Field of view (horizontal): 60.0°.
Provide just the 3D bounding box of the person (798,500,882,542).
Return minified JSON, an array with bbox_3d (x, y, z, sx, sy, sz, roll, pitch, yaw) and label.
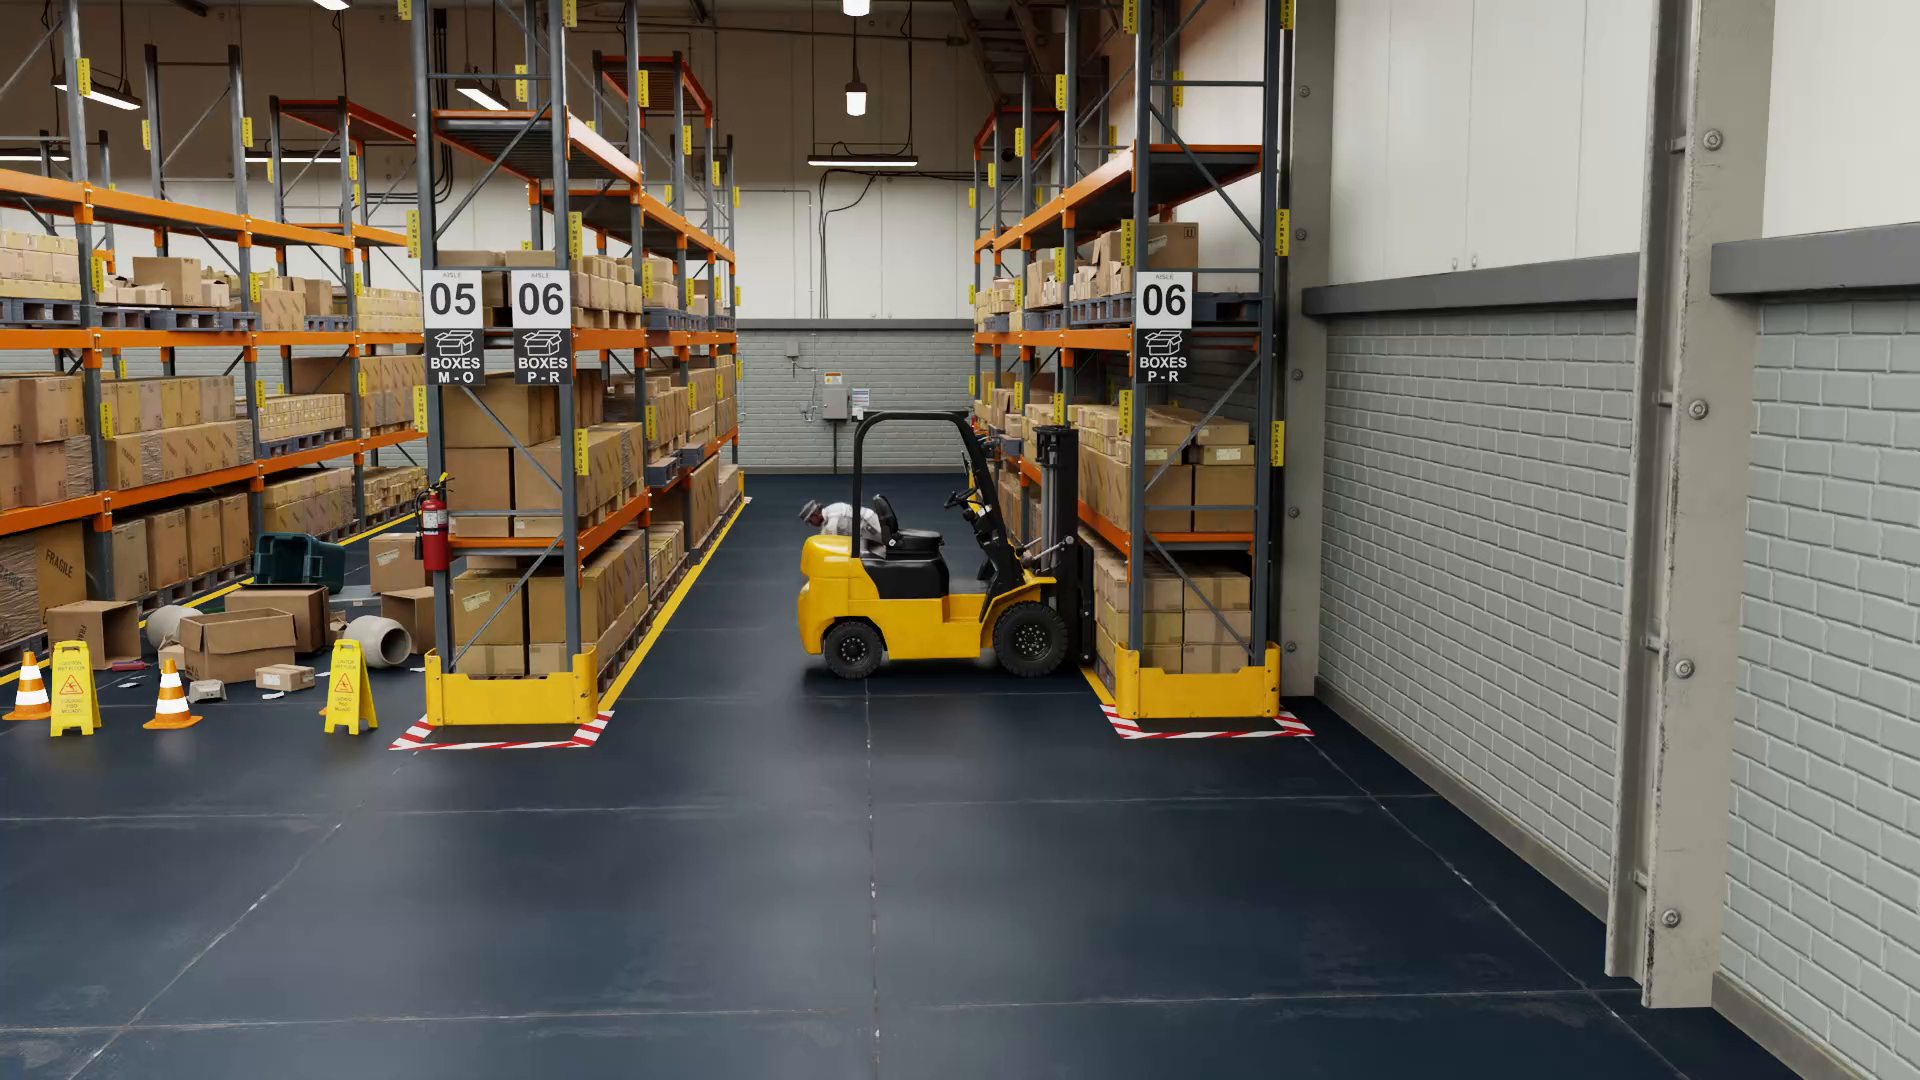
[{"bbox_3d":[-1.216,0.115,17.230,0.932,1.080,0.445,-1,7,-7],"label":"person"}]
